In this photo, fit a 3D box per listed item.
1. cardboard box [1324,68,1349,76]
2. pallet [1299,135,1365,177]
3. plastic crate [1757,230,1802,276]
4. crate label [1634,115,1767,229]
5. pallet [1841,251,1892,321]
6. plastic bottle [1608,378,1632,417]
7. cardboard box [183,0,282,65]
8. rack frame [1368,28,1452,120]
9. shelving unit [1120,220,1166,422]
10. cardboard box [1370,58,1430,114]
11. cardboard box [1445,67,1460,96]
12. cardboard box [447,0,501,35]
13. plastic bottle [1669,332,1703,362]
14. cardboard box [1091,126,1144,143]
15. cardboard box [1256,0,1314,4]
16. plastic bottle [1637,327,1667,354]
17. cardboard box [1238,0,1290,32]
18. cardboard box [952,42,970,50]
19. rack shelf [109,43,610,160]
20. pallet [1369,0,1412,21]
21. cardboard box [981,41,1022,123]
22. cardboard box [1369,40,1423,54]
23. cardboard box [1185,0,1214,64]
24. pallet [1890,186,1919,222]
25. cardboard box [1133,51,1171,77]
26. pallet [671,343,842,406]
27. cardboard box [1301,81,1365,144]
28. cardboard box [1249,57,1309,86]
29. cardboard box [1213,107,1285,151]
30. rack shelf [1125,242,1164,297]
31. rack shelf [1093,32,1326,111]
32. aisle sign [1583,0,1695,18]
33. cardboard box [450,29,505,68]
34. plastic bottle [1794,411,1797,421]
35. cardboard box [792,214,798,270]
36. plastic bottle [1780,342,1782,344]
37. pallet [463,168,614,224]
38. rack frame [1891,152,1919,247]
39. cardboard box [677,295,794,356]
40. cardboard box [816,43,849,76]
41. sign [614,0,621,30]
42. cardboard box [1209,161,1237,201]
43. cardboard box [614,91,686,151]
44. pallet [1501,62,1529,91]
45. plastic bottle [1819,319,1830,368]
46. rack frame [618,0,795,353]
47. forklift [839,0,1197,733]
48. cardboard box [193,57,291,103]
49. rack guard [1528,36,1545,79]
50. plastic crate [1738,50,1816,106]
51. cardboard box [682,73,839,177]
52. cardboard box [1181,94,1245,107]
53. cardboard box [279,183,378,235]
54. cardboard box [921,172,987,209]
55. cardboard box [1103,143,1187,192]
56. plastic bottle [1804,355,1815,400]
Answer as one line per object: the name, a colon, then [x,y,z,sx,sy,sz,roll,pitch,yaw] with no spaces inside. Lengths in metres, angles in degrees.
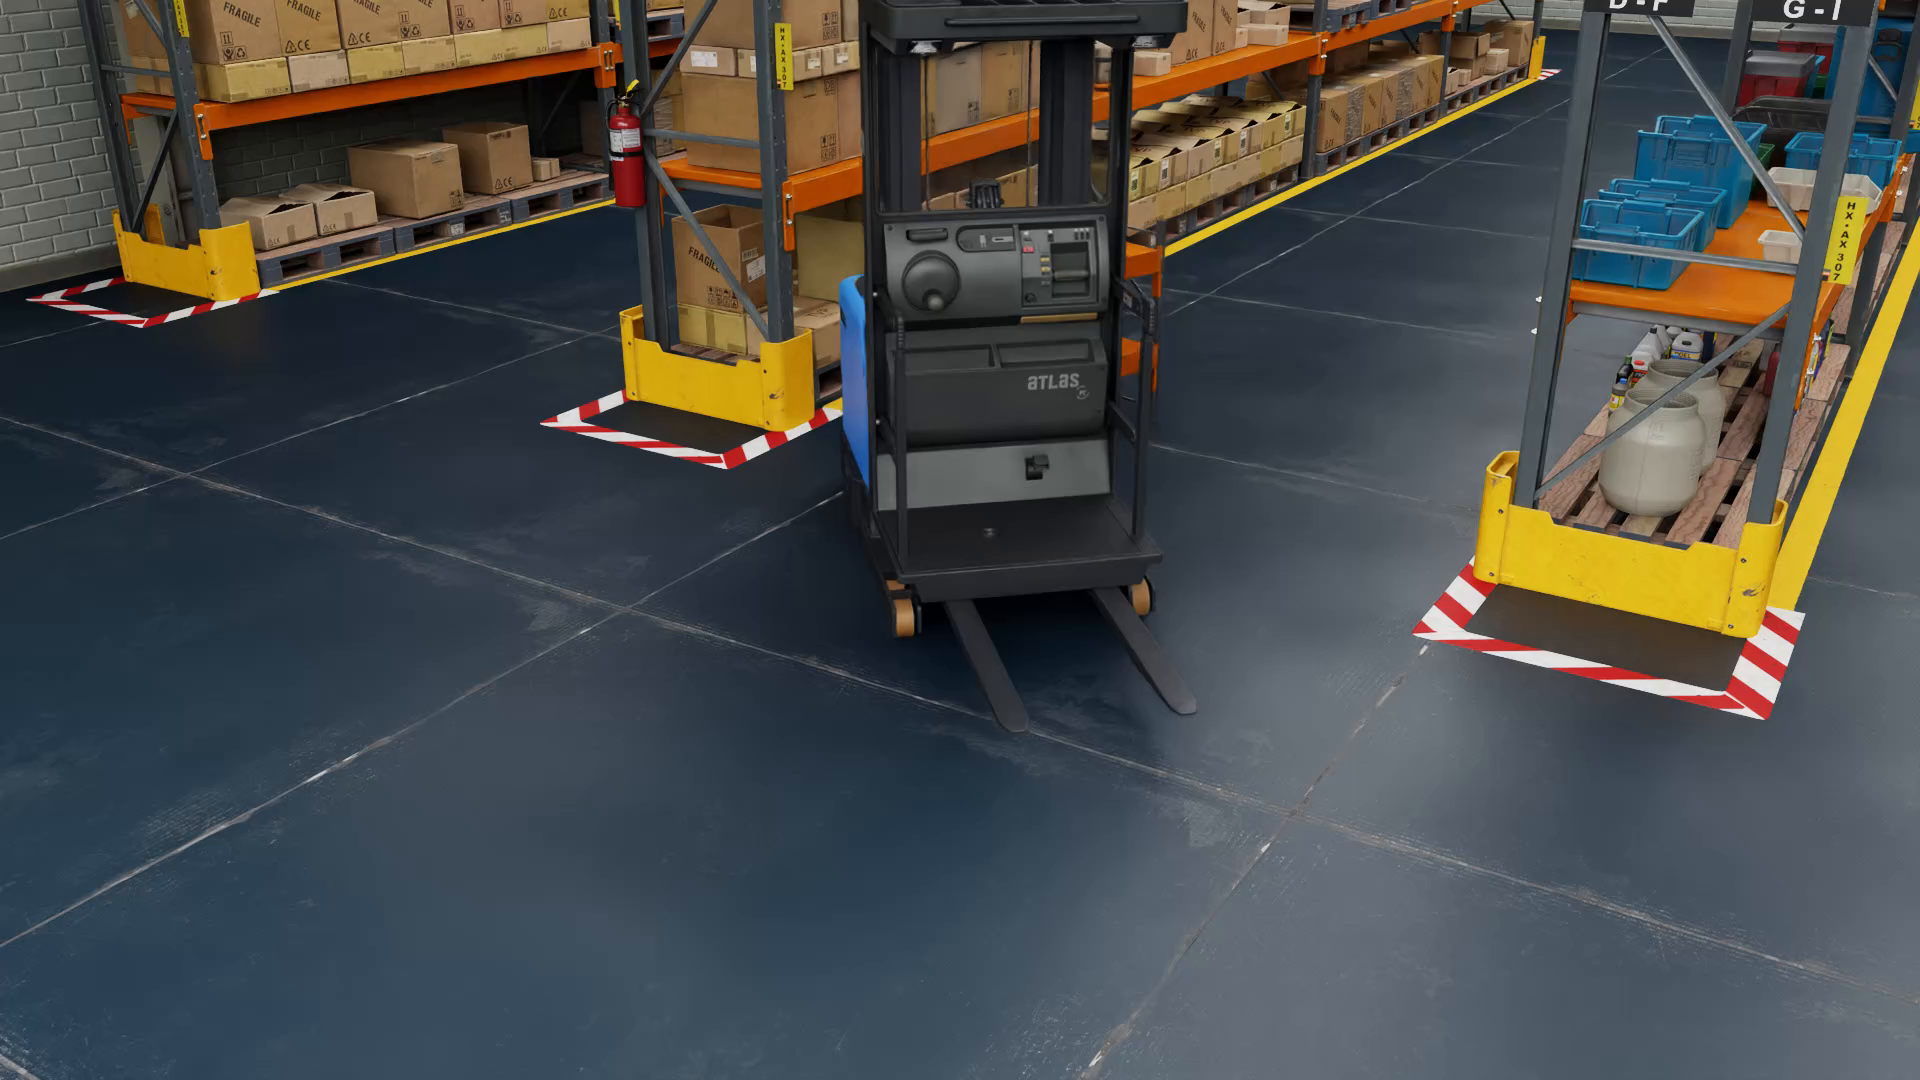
cardboard box: [3.693,-4.622,17.243,0.500,0.500,0.500,13,26,27]
pallet: [3.280,-3.813,16.293,1.003,0.211,1.213,14,27,29]
plastic crate: [3.586,-1.223,7.132,0.298,0.136,0.250,14,27,29]
crate label: [3.582,-1.804,8.096,0.502,0.435,0.616,14,27,29]
pallet: [5.975,-1.867,11.796,1.003,0.211,1.213,14,27,29]
plastic bottle: [3.437,-0.739,8.650,0.097,0.201,0.097,0,23,0]
cardboard box: [-5.069,-3.568,11.437,0.500,0.500,0.500,14,27,29]
rack frame: [4.964,-6.199,18.294,1.000,3.000,0.127,14,27,29]
shelving unit: [0.536,-1.122,8.927,1.048,1.125,0.538,-18,29,-36]
cardboard box: [4.680,-4.862,17.798,0.500,0.500,0.500,14,27,29]
cardboard box: [5.370,-5.263,18.963,0.500,0.311,0.500,14,27,29]
cardboard box: [-3.986,-4.259,13.031,0.500,0.500,0.500,13,27,27]
plastic bottle: [3.988,-0.996,9.151,0.152,0.276,0.135,14,27,29]
cardboard box: [1.249,-3.229,13.659,0.500,0.311,0.500,14,27,29]
cardboard box: [3.091,-5.324,15.618,0.700,0.500,0.500,5,24,11]
plastic bottle: [3.750,-0.990,9.043,0.144,0.351,0.185,15,28,31]
cardboard box: [2.625,-4.694,14.931,0.500,0.311,0.500,16,28,32]
cardboard box: [-0.164,-3.098,10.189,0.380,0.149,0.250,14,27,29]
rack shelf: [-4.521,-3.531,13.035,1.077,0.370,4.000,14,27,29]
pallet: [3.876,-5.418,16.732,1.003,0.211,1.213,14,27,29]
cardboard box: [-0.025,-3.046,10.884,0.700,0.500,0.500,14,27,30]
cardboard box: [5.024,-5.506,19.285,0.500,0.500,0.500,14,27,29]
cardboard box: [1.705,-4.147,13.429,0.500,0.500,0.500,14,27,29]
pallet: [7.441,-2.805,13.963,1.003,0.211,1.213,14,27,29]
cardboard box: [1.386,-3.640,12.698,0.380,0.149,0.250,14,27,29]
pallet: [-0.998,-1.136,10.109,1.003,0.211,1.213,14,27,29]
cardboard box: [3.609,-4.175,16.212,0.500,0.500,0.500,13,27,27]
cardboard box: [3.174,-4.633,16.324,0.500,0.250,0.500,15,28,31]
cardboard box: [2.519,-3.632,14.591,0.500,0.311,0.500,13,27,28]
rack shelf: [0.536,-1.391,8.811,1.000,0.278,0.538,-18,29,-36]
rack shelf: [1.799,-3.844,13.759,1.077,0.370,4.000,14,27,29]
aisle sign: [2.550,-2.341,6.109,0.394,0.787,0.004,14,27,29]
cardboard box: [-3.980,-3.913,13.178,0.500,0.250,0.500,14,27,29]
plastic bottle: [4.295,-0.755,8.600,0.097,0.271,0.097,0,23,0]
cardboard box: [-0.820,-2.008,10.601,0.500,0.500,0.500,14,27,29]
plastic bottle: [4.484,-0.976,9.095,0.061,0.283,0.133,14,27,29]
pallet: [-3.790,-3.022,14.465,1.003,0.211,1.213,14,27,29]
rack frame: [7.061,-3.810,12.775,1.000,3.000,0.127,14,27,29]
cardboard box: [-1.334,-1.323,9.962,0.500,0.250,0.500,14,27,29]
cardboard box: [-0.839,-2.669,9.198,0.380,0.149,0.250,13,27,28]
sign: [-1.819,-2.907,8.935,0.100,0.325,0.005,14,27,29]
cardboard box: [1.978,-3.033,13.913,0.500,0.250,0.500,14,27,30]
cardboard box: [-2.862,-4.027,15.870,0.700,0.500,0.500,13,27,28]
pallet: [6.615,-5.974,21.285,1.003,0.211,1.213,14,27,29]
plastic bottle: [4.856,-1.168,9.453,0.144,0.351,0.185,13,27,28]
rack frame: [-1.366,-2.149,8.938,1.000,3.000,0.127,14,27,29]
forklift: [0.198,-1.101,6.604,1.130,2.935,3.031,-5,24,-10]
cardboard box: [-5.049,-3.224,11.586,0.500,0.250,0.500,13,27,27]
rack guard: [7.034,-6.376,21.850,1.175,0.500,0.348,14,27,29]
plastic crate: [4.946,-2.717,10.169,0.402,0.464,0.583,14,27,29]
cardboard box: [-1.108,-2.350,9.276,0.700,0.500,0.500,14,27,29]
cardboard box: [2.329,-3.922,15.261,0.500,0.311,0.500,15,28,31]
cardboard box: [-4.834,-2.561,12.720,0.500,0.311,0.500,16,28,33]
cardboard box: [-0.100,-2.064,10.731,0.500,0.500,0.500,14,27,29]
cardboard box: [1.443,-2.942,12.997,0.500,0.311,0.500,14,27,28]
plastic bottle: [4.495,-0.906,8.942,0.152,0.276,0.135,14,27,30]
